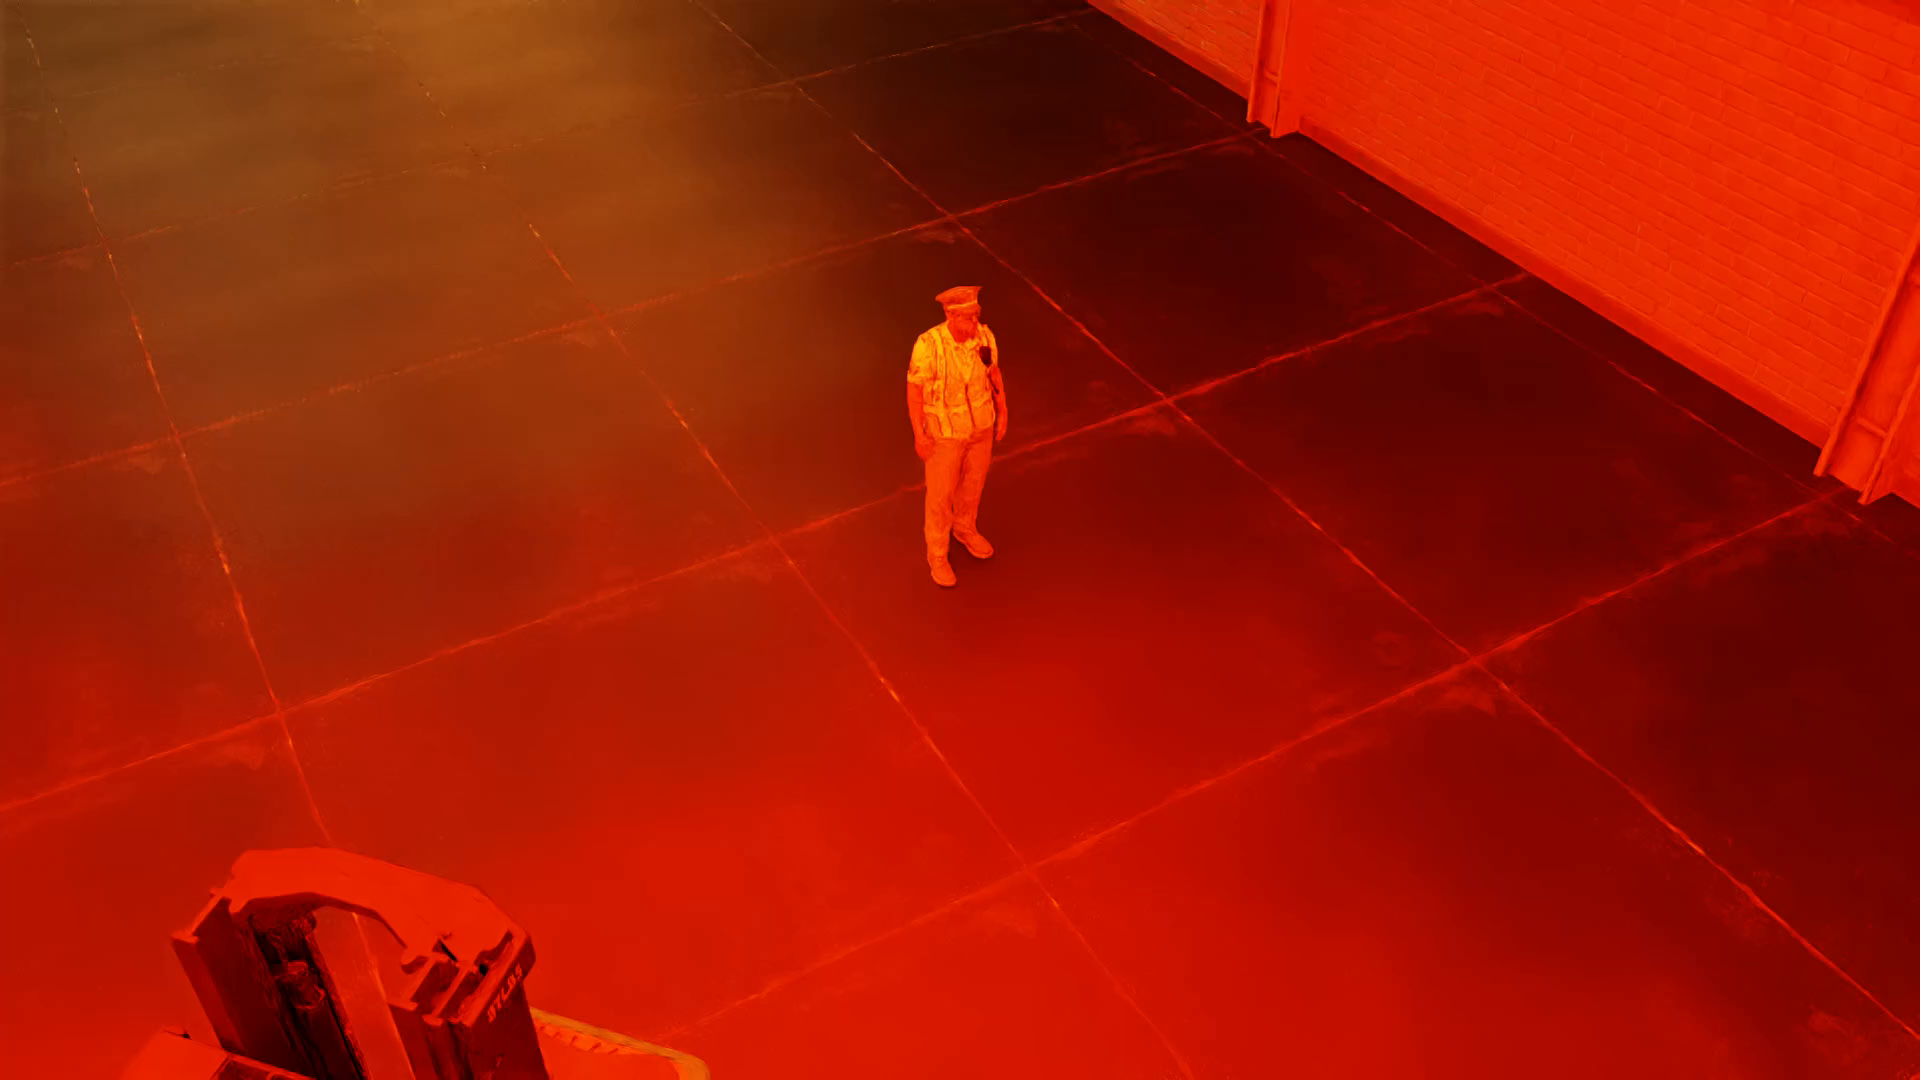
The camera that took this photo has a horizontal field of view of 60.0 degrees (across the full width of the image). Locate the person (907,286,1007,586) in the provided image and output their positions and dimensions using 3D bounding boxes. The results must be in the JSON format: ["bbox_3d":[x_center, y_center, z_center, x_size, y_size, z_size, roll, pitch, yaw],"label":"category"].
[{"bbox_3d":[0.029,-0.645,9.702,0.640,1.781,0.574,-20,44,-23],"label":"person"}]

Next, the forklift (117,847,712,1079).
[{"bbox_3d":[-1.866,2.466,5.063,1.130,2.935,3.031,12,41,14],"label":"forklift"}]
